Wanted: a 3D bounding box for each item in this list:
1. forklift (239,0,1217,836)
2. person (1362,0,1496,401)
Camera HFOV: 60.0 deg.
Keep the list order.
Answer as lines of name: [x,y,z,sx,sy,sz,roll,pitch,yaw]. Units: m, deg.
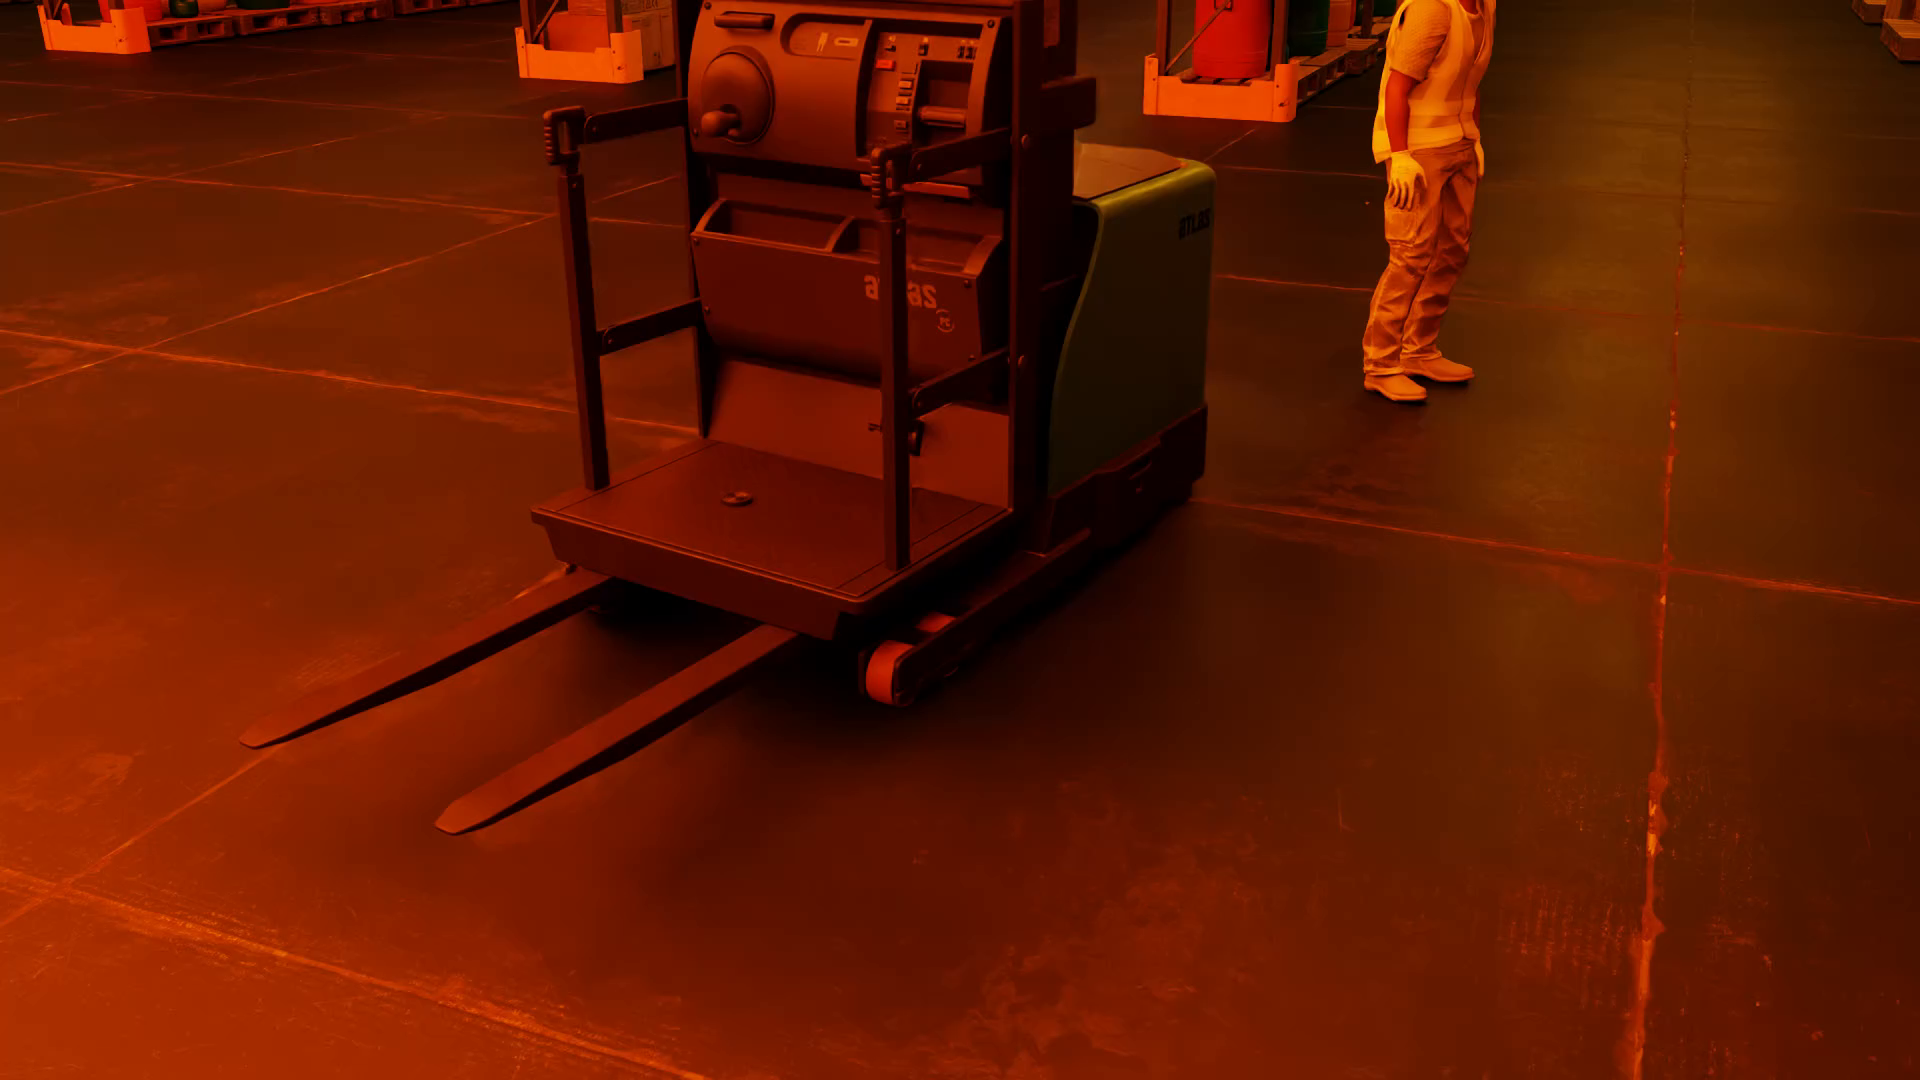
forklift: [-0.422,-1.145,4.032,1.130,2.935,3.031,14,26,30]
person: [1.795,-1.438,6.240,0.453,1.772,0.618,21,30,40]
